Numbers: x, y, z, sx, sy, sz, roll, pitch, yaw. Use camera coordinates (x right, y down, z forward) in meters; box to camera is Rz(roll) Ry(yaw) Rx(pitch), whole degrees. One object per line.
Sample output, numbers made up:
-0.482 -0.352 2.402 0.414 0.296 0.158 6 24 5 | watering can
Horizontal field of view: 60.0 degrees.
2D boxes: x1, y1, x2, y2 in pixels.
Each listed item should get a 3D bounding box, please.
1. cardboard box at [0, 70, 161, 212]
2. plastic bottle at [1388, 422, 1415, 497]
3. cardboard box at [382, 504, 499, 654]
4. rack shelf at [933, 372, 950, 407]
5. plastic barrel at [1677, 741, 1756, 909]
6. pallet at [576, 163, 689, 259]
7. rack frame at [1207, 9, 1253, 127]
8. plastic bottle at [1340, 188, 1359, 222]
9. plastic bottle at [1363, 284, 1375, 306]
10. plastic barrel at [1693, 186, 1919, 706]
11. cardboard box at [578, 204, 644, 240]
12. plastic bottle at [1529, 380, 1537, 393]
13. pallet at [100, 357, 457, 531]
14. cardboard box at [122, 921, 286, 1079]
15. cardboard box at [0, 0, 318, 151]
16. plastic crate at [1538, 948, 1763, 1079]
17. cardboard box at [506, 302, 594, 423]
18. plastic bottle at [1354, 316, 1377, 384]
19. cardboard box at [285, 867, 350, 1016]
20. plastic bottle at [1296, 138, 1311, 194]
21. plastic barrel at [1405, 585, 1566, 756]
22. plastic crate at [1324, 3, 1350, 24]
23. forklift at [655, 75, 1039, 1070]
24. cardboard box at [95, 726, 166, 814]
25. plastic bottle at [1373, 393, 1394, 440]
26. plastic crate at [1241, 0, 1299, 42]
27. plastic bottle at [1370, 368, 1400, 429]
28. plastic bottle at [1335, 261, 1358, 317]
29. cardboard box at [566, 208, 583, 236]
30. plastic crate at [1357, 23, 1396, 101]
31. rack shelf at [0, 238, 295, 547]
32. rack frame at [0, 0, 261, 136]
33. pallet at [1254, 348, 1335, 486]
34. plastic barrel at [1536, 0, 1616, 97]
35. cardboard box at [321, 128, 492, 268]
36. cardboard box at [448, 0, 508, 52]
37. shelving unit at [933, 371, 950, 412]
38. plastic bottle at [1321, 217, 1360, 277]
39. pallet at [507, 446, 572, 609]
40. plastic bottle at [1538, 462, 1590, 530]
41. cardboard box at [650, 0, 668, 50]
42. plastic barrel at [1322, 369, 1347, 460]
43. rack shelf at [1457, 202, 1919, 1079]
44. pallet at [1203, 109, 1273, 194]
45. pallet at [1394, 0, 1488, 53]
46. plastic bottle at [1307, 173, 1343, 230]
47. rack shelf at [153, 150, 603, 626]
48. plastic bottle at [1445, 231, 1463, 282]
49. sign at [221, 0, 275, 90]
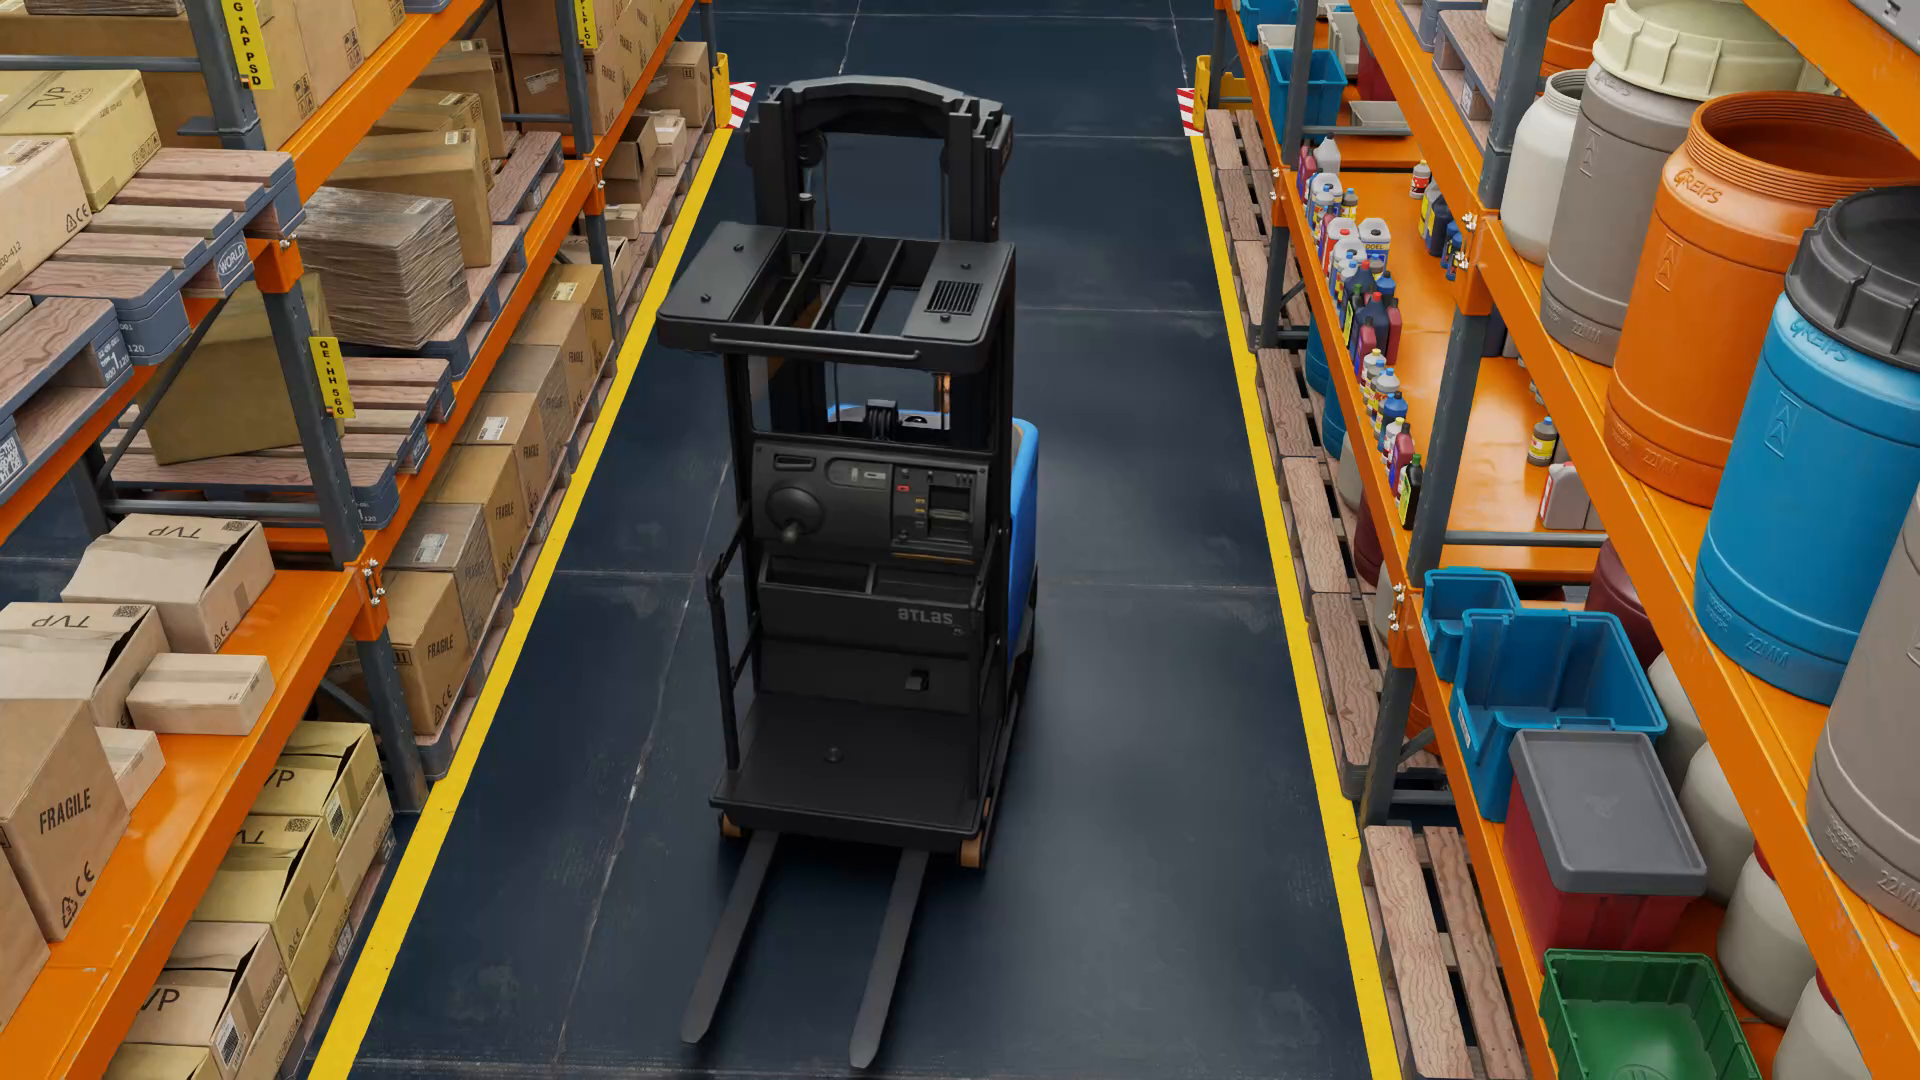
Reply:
-2.741 -1.186 4.932 0.500 0.250 0.500 -1 35 -2 | cardboard box
1.769 -0.321 6.645 0.061 0.283 0.133 1 35 2 | plastic bottle
-2.460 0.176 7.628 0.500 0.500 0.500 0 35 0 | cardboard box
-0.001 -0.741 8.157 0.258 0.103 0.180 1 35 2 | rack shelf
2.325 0.798 4.854 0.421 0.512 0.421 0 35 0 | plastic barrel
-2.544 -2.365 11.878 1.003 0.211 1.213 1 35 2 | pallet
2.491 -4.590 12.619 1.000 3.000 0.127 1 35 2 | rack frame
2.042 -1.751 8.752 0.097 0.201 0.097 0 35 0 | plastic bottle
1.879 -1.027 7.649 0.061 0.283 0.133 1 35 2 | plastic bottle
1.865 -0.177 3.294 0.600 0.901 0.708 1 35 2 | plastic barrel
-2.361 -2.163 11.246 0.380 0.166 0.250 1 35 2 | cardboard box
2.579 -0.780 7.308 0.097 0.271 0.097 0 35 0 | plastic bottle
-2.822 -0.423 6.856 1.213 0.211 1.003 1 35 2 | pallet
-2.592 1.508 5.479 0.500 0.311 0.500 1 35 2 | cardboard box
-2.795 -1.630 5.711 0.910 0.500 0.500 1 35 2 | cardboard box
1.797 1.384 4.302 0.450 0.188 0.662 1 35 2 | plastic crate
-2.380 -0.992 9.290 0.500 0.500 0.500 1 35 2 | cardboard box
1.806 -0.845 7.391 0.061 0.283 0.133 1 35 2 | plastic bottle
-2.574 1.447 6.055 0.500 0.250 0.500 1 35 1 | cardboard box
1.890 -2.044 9.096 0.061 0.283 0.133 1 35 2 | plastic bottle
2.173 0.441 6.982 0.600 0.830 0.708 1 35 2 | plastic barrel
2.633 -3.537 11.297 0.298 0.136 0.250 1 35 2 | plastic crate
-0.388 -0.088 6.272 1.130 2.935 3.031 6 36 8 | forklift
-2.774 0.726 5.272 0.380 0.149 0.250 4 35 5 | cardboard box
1.804 -0.521 7.002 0.097 0.201 0.097 0 35 0 | plastic bottle
2.087 -3.483 11.137 0.416 0.233 0.300 1 35 2 | plastic crate
1.808 -0.606 7.061 0.097 0.271 0.097 0 35 0 | plastic bottle
1.849 -1.195 7.900 0.097 0.271 0.097 0 35 0 | plastic bottle
-2.849 -2.253 11.249 0.500 0.311 0.500 1 35 2 | cardboard box
2.617 -2.850 10.035 0.402 0.464 0.583 1 35 2 | plastic crate
-2.860 0.106 3.954 1.077 0.370 4.000 1 35 2 | rack shelf
-2.779 -2.565 4.519 1.000 3.000 0.127 1 35 2 | rack frame
2.258 -0.709 9.521 1.003 0.211 1.213 1 35 2 | pallet
2.196 -1.895 5.436 0.600 0.830 0.708 1 35 2 | plastic barrel
-2.628 -1.605 7.919 0.700 0.500 0.500 -7 36 -10 | cardboard box
-2.857 -3.155 9.620 0.500 0.500 0.500 2 35 2 | cardboard box
-0.001 -0.483 8.339 0.258 1.200 0.189 1 35 2 | shelving unit
1.894 -1.452 8.261 0.152 0.276 0.135 1 35 2 | plastic bottle
-2.660 -0.097 8.650 1.003 0.211 1.213 1 35 2 | pallet
2.358 -0.188 6.462 0.152 0.276 0.135 1 35 2 | plastic bottle
-2.267 -3.610 11.137 0.500 0.500 0.500 1 35 1 | cardboard box
2.263 -0.887 8.808 0.600 0.901 0.708 1 35 2 | plastic barrel
2.090 0.222 3.788 1.077 0.370 4.000 1 35 2 | rack shelf
2.419 -2.977 12.747 1.003 0.211 1.213 1 35 2 | pallet
2.354 -2.338 6.969 1.003 0.211 1.213 1 35 2 | pallet
1.917 -1.774 8.719 0.152 0.276 0.135 1 35 2 | plastic bottle
-2.699 -0.965 8.086 1.077 0.370 4.000 1 35 2 | rack shelf
2.472 -1.421 8.221 0.097 0.271 0.097 0 35 0 | plastic bottle
-2.225 -1.564 5.186 0.100 0.325 0.005 1 35 2 | sign
